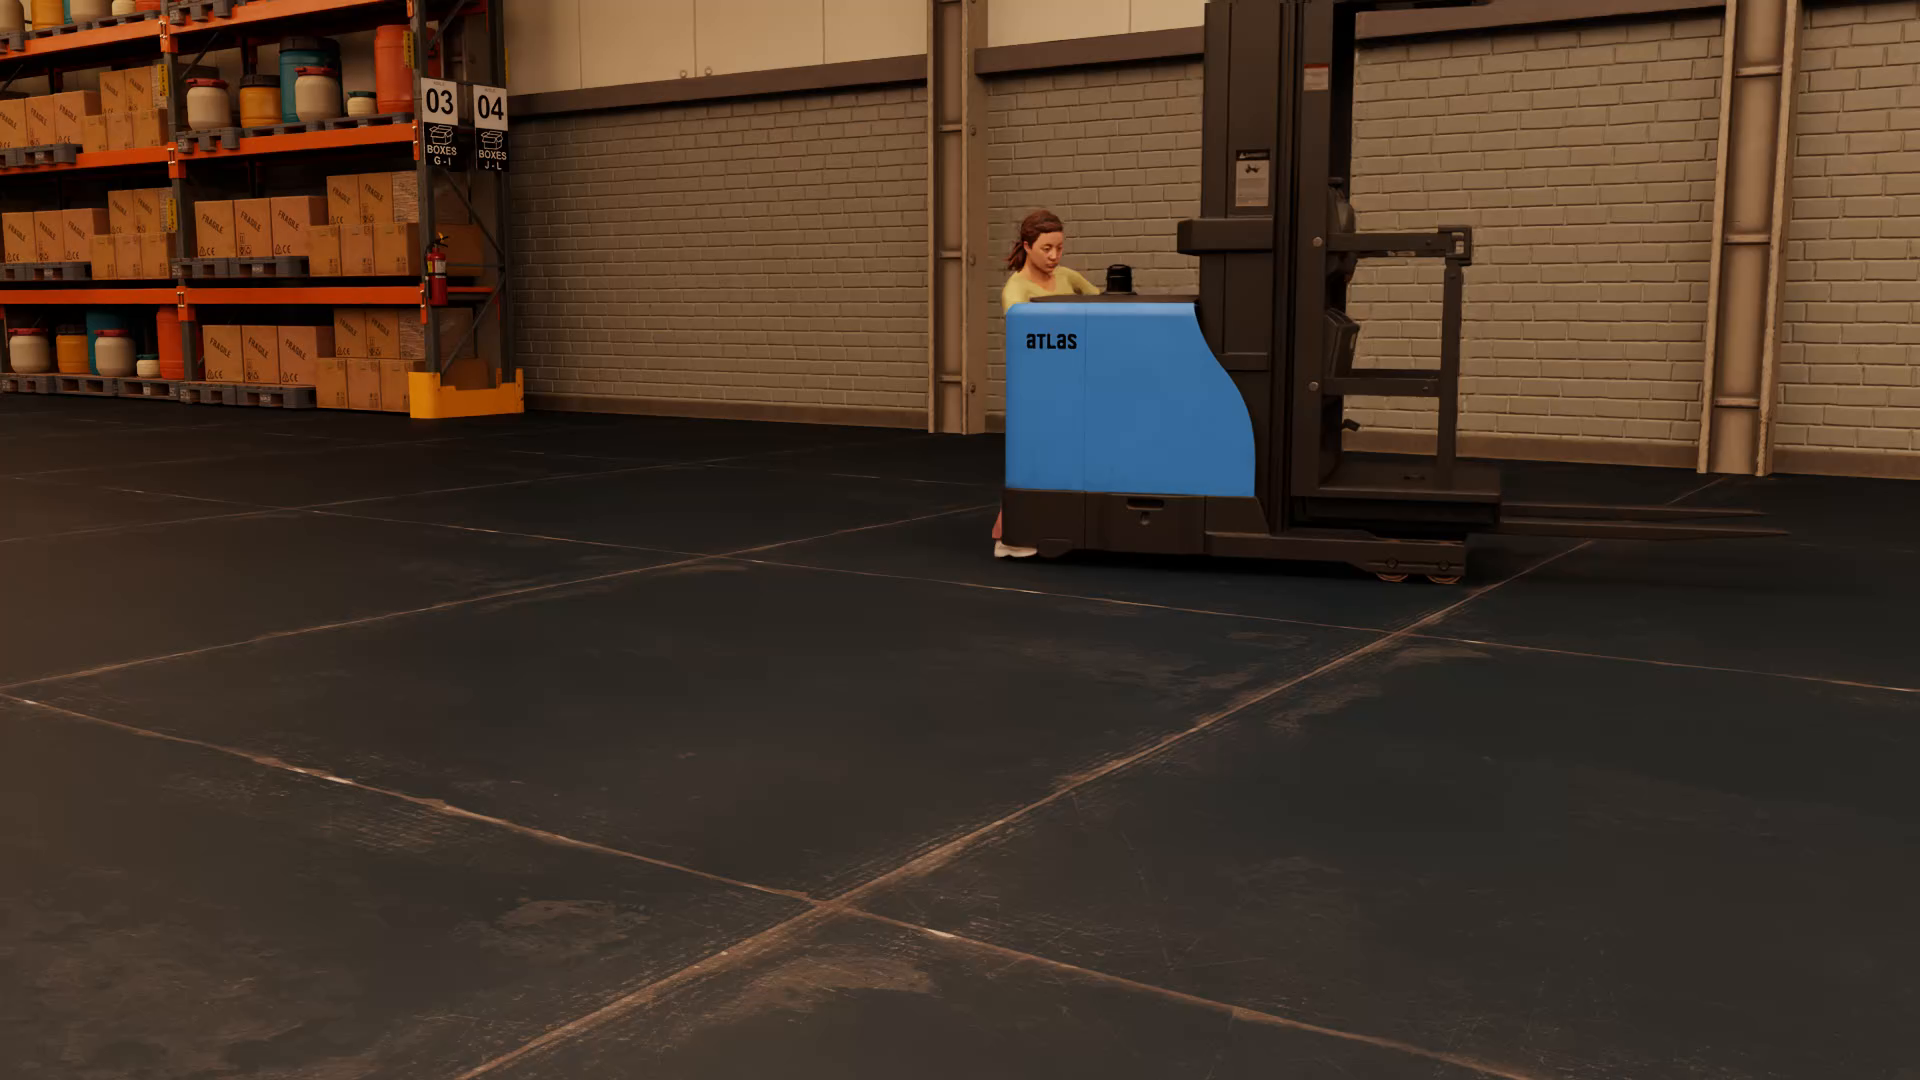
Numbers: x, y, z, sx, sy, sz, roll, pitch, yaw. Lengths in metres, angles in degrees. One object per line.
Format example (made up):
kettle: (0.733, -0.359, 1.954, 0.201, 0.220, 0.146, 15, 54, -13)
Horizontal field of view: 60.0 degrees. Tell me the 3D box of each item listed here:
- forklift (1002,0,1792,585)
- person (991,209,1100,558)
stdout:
forklift: (1.750, -1.363, 6.777, 3.031, 2.935, 1.130, 3, 8, 17)
person: (0.483, -0.688, 7.207, 0.844, 1.473, 0.712, -6, 10, -36)
